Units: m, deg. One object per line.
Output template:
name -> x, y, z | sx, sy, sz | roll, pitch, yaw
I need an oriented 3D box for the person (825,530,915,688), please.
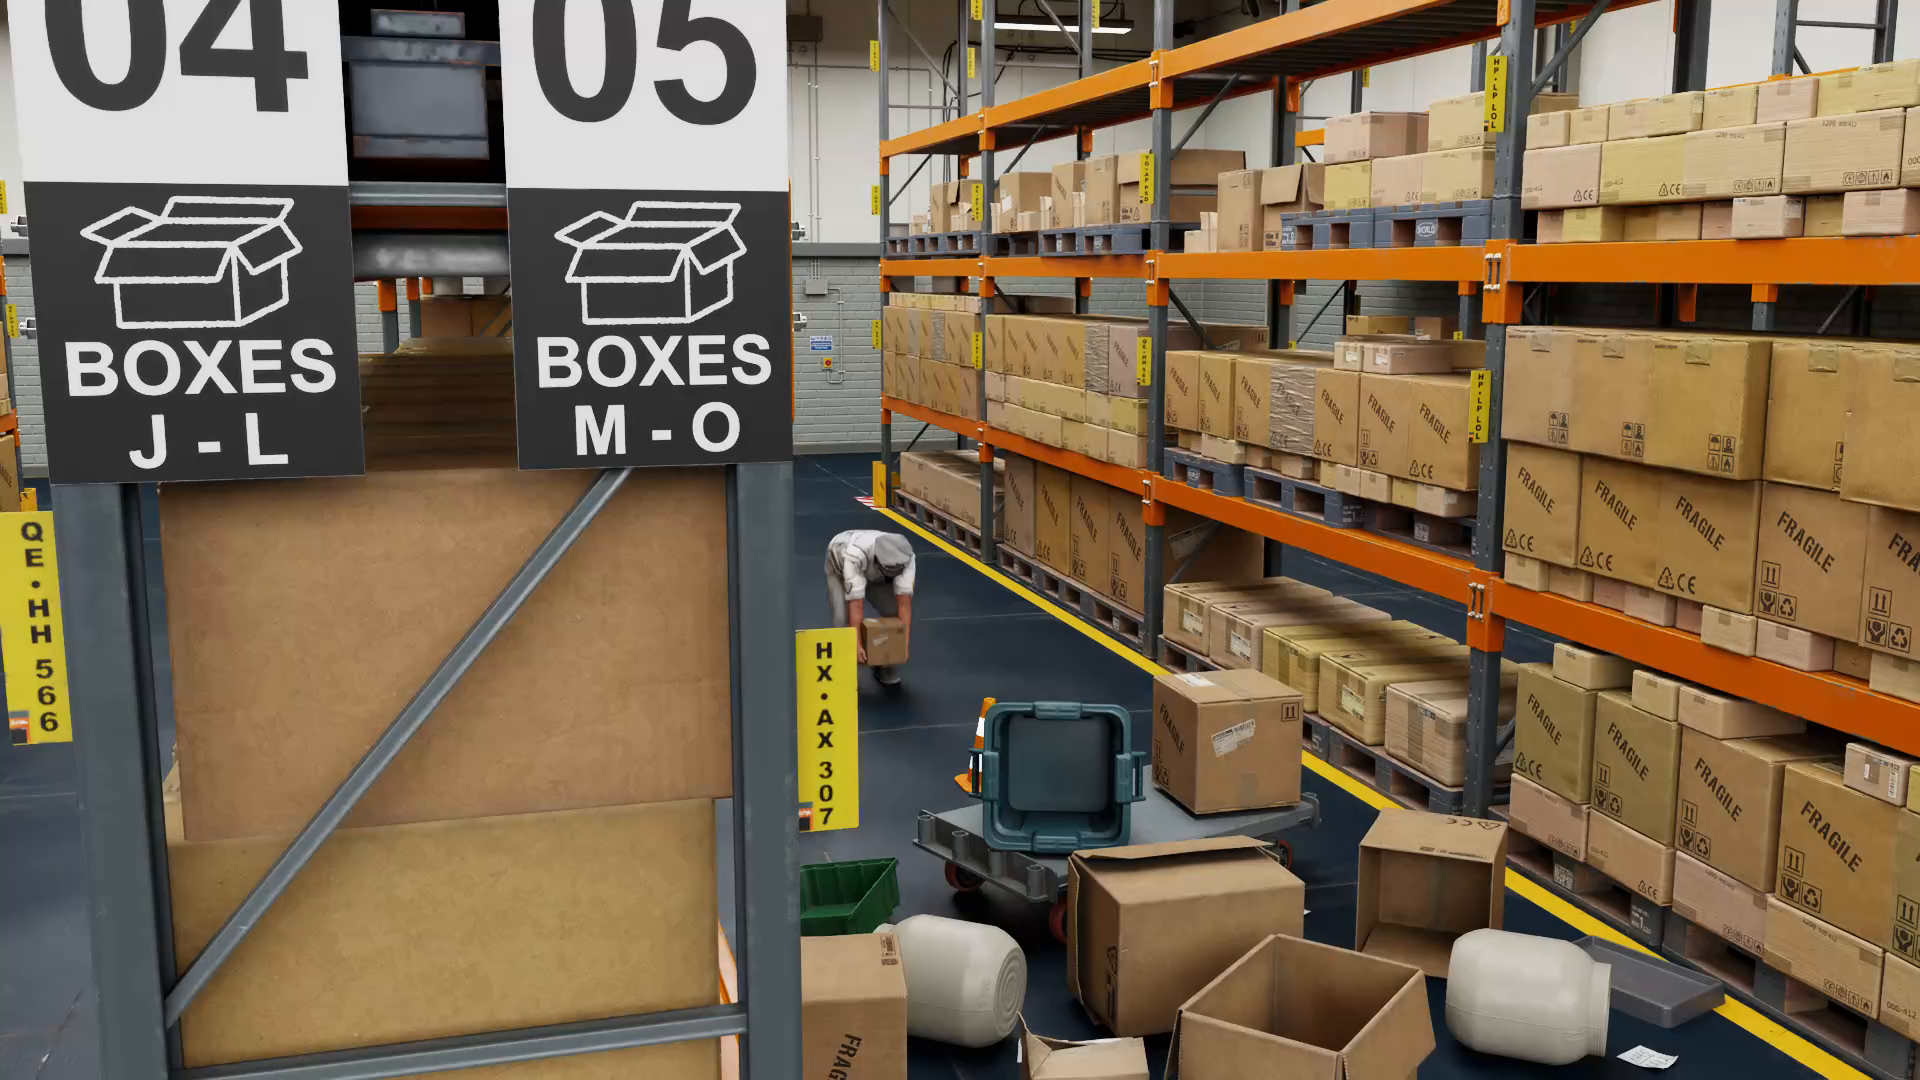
person -> -0.564, 0.438, 10.766 | 0.528, 1.077, 1.033 | -3, 10, -19
